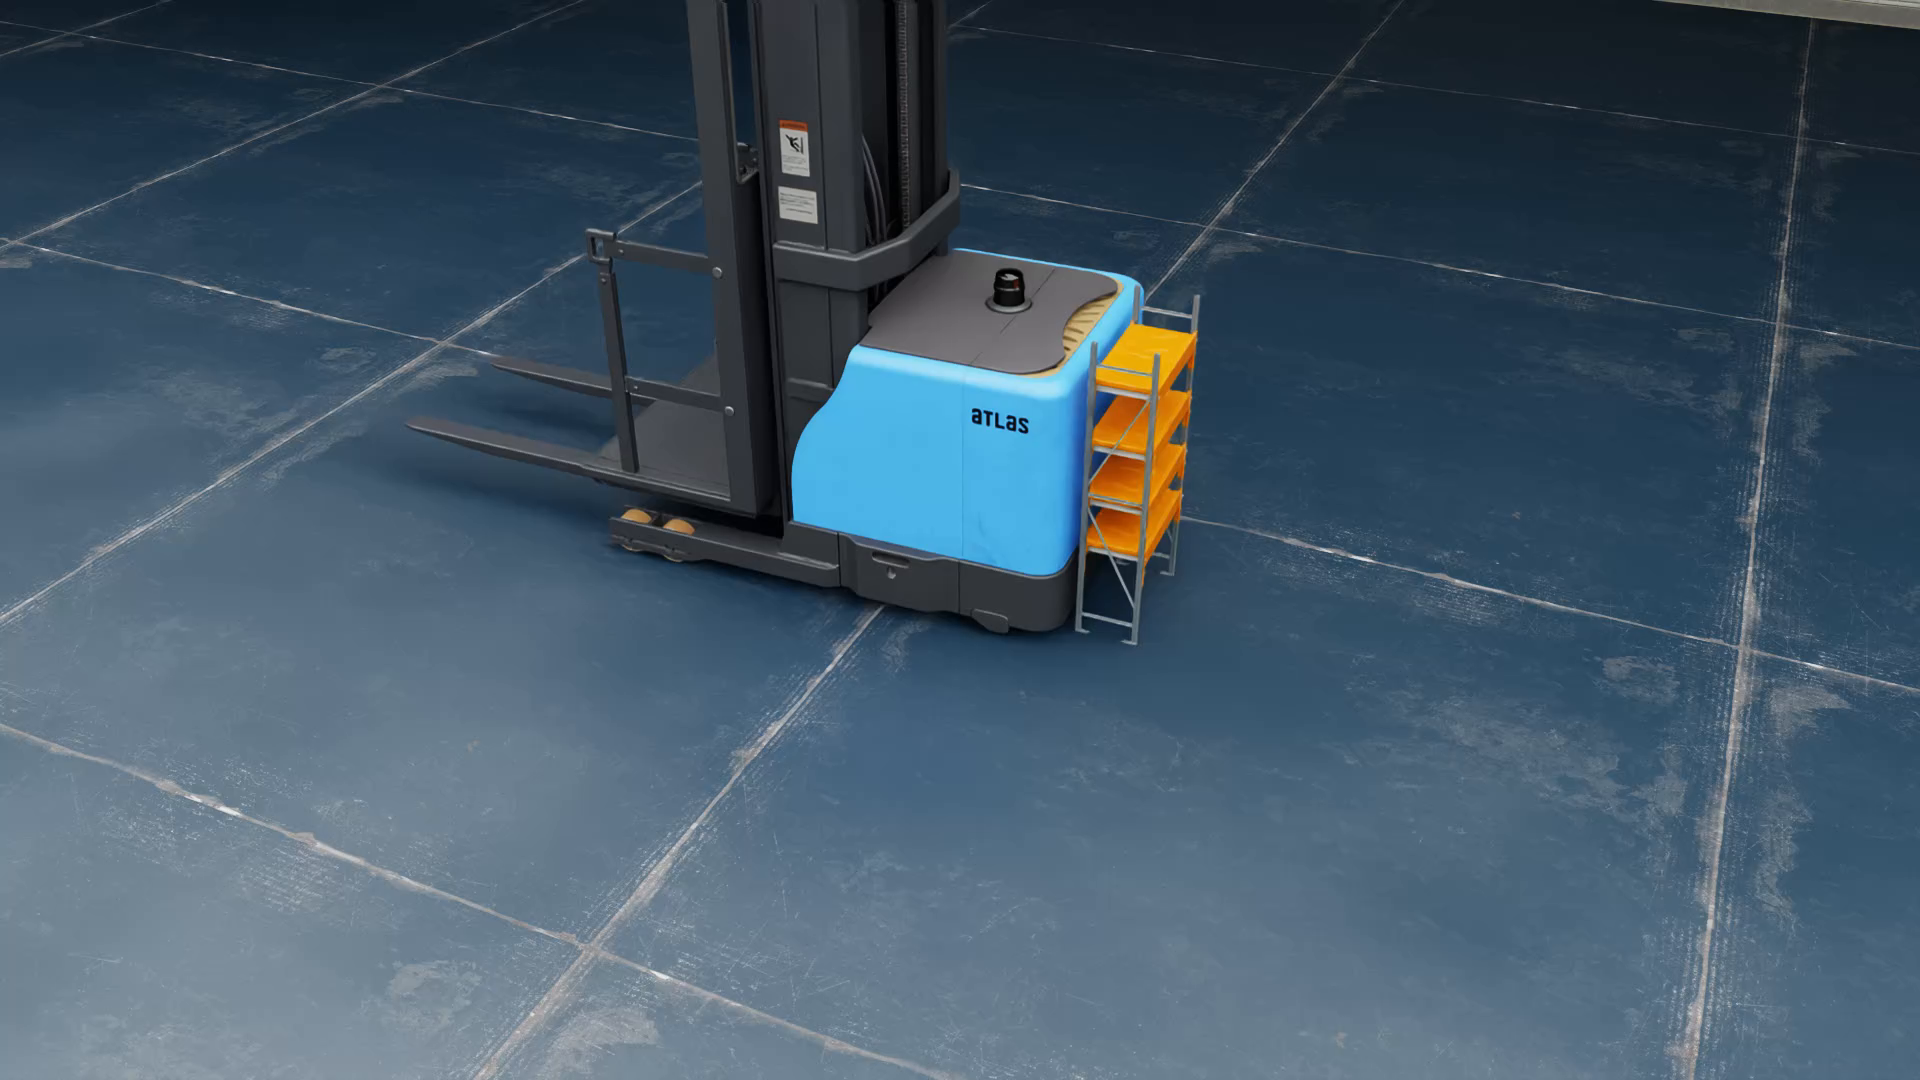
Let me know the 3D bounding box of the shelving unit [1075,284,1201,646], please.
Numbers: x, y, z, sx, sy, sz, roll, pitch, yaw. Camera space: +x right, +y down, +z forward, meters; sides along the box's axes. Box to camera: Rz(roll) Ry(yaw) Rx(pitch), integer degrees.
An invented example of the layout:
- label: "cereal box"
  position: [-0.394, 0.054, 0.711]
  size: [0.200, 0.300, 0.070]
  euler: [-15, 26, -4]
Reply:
- label: "shelving unit"
  position: [0.640, -0.261, 6.053]
  size: [0.258, 1.200, 0.503]
  euler: [13, 35, 18]

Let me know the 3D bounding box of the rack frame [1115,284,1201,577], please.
- label: "rack frame"
  position: [0.733, -0.385, 6.241]
  size: [0.240, 1.200, 0.015]
  euler: [13, 35, 18]

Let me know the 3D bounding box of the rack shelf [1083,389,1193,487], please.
- label: "rack shelf"
  position: [0.642, -0.392, 5.966]
  size: [0.258, 0.148, 0.480]
  euler: [13, 35, 18]

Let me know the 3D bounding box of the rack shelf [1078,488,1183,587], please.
- label: "rack shelf"
  position: [0.639, -0.039, 6.199]
  size: [0.258, 0.148, 0.480]
  euler: [13, 35, 18]

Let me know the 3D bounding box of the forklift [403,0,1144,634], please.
- label: "forklift"
  position: [-0.854, -1.392, 6.199]
  size: [3.031, 2.935, 1.130]
  euler: [13, 35, 19]

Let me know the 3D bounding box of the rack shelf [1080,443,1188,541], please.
- label: "rack shelf"
  position: [0.640, -0.205, 6.090]
  size: [0.258, 0.148, 0.480]
  euler: [13, 35, 18]

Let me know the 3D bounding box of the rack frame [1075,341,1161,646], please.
- label: "rack frame"
  position: [0.548, -0.138, 5.864]
  size: [0.240, 1.200, 0.015]
  euler: [13, 35, 18]

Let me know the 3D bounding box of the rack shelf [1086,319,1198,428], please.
- label: "rack shelf"
  position: [0.643, -0.589, 5.836]
  size: [0.258, 0.148, 0.480]
  euler: [13, 35, 18]
